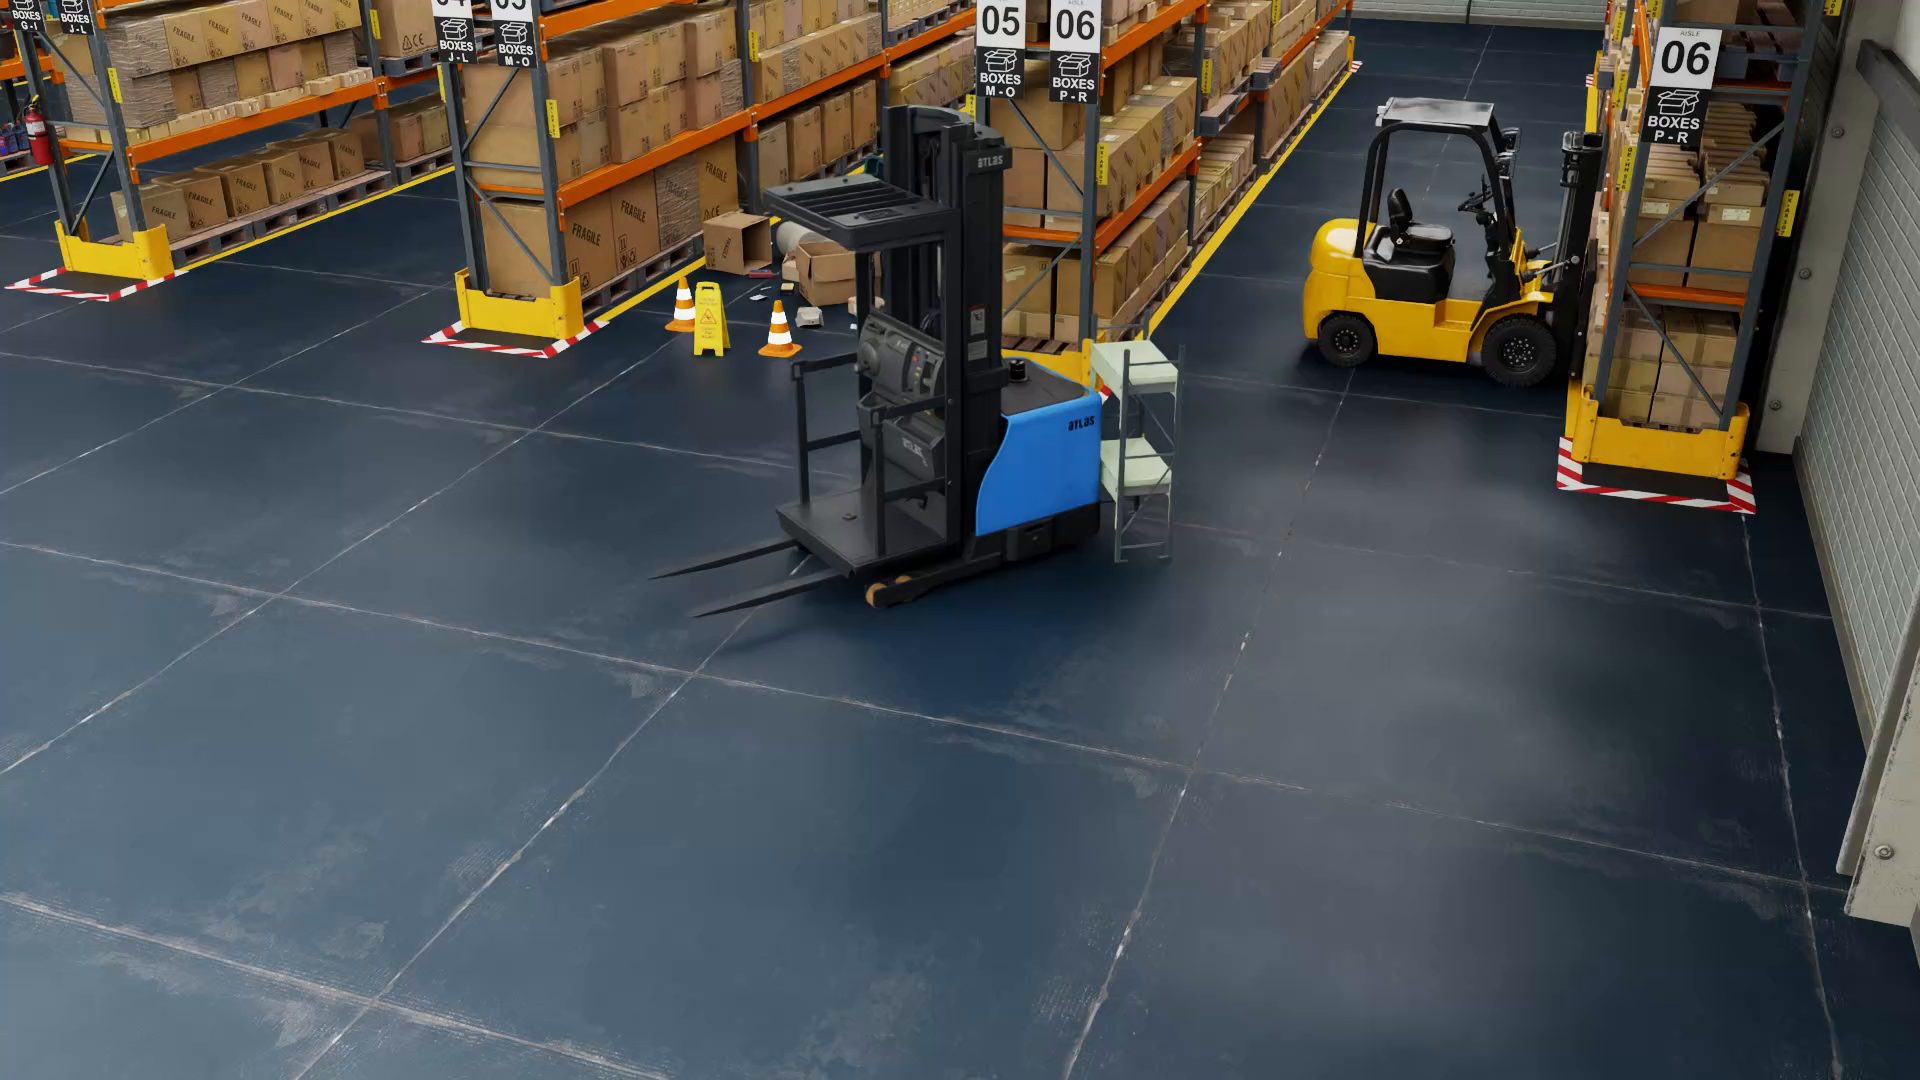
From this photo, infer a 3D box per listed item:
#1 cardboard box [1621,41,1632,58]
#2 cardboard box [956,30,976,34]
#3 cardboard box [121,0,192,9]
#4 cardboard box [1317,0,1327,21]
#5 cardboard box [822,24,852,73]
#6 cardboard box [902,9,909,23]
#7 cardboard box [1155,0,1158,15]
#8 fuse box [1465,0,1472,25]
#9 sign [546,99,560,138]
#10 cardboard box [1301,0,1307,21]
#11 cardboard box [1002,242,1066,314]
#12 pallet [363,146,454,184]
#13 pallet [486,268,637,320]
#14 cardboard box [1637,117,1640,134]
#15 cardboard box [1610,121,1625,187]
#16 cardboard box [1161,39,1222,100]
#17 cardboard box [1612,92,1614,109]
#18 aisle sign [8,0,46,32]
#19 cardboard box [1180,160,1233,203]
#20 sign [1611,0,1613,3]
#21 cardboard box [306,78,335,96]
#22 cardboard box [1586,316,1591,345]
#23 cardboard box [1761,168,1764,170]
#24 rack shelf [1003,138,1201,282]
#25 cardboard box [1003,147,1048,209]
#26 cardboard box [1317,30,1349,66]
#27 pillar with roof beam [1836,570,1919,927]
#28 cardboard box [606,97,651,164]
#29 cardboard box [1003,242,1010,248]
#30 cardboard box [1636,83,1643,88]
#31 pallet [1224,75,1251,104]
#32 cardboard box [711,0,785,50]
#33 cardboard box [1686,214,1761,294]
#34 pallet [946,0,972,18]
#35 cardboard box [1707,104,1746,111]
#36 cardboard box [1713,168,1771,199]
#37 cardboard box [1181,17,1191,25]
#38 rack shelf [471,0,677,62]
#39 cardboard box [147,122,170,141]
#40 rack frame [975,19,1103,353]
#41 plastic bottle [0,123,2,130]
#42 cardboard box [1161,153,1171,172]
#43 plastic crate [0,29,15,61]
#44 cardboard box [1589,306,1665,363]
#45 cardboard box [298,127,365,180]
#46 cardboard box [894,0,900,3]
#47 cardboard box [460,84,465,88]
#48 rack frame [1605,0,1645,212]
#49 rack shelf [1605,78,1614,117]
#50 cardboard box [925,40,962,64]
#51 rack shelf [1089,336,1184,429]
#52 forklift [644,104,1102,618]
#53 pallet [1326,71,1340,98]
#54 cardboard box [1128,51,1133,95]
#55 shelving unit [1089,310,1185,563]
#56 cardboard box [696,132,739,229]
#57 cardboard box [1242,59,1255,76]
[{"bbox_3d":[7.486,-5.382,18.287,0.380,0.149,0.250,9,27,19],"label":"cardboard box"},{"bbox_3d":[0.143,-8.185,27.044,0.380,0.149,0.250,8,27,16],"label":"cardboard box"},{"bbox_3d":[-8.452,-5.413,17.607,0.500,0.500,0.500,9,27,17],"label":"cardboard box"},{"bbox_3d":[5.010,-7.805,24.036,0.500,0.500,0.500,10,27,19],"label":"cardboard box"},{"bbox_3d":[-1.656,-6.048,20.408,0.500,0.500,0.500,8,27,17],"label":"cardboard box"},{"bbox_3d":[-0.908,-7.089,22.479,0.380,0.149,0.250,10,28,20],"label":"cardboard box"},{"bbox_3d":[1.506,-4.645,14.472,0.380,0.149,0.250,8,27,16],"label":"cardboard box"},{"bbox_3d":[9.724,-10.625,31.454,0.539,1.711,0.414,9,27,17],"label":"fuse box"},{"bbox_3d":[-3.567,-3.692,14.573,0.100,0.325,0.005,9,27,17],"label":"sign"},{"bbox_3d":[4.363,-7.126,22.347,0.500,0.250,0.500,9,27,19],"label":"cardboard box"},{"bbox_3d":[0.634,-2.329,14.656,0.500,0.500,0.500,9,27,18],"label":"cardboard box"},{"bbox_3d":[-7.143,-4.819,21.185,1.003,0.211,1.213,9,27,17],"label":"pallet"},{"bbox_3d":[-3.896,-2.435,16.260,1.003,0.211,1.213,9,27,17],"label":"pallet"},{"bbox_3d":[5.887,-3.441,13.938,0.380,0.149,0.250,9,27,17],"label":"cardboard box"},{"bbox_3d":[6.233,-3.500,15.145,0.500,0.500,0.500,8,27,16],"label":"cardboard box"},{"bbox_3d":[2.371,-4.836,17.082,0.500,0.500,0.500,9,27,19],"label":"cardboard box"},{"bbox_3d":[7.407,-4.822,18.164,0.500,0.250,0.500,8,27,16],"label":"cardboard box"},{"bbox_3d":[-9.035,-5.299,15.992,0.394,0.787,0.004,9,27,17],"label":"aisle sign"},{"bbox_3d":[2.582,-4.121,19.077,0.950,0.372,0.625,10,27,19],"label":"cardboard box"},{"bbox_3d":[8.774,-7.352,22.222,0.100,0.325,0.005,9,27,17],"label":"sign"},{"bbox_3d":[-7.405,-5.196,19.052,0.380,0.149,0.250,9,27,17],"label":"cardboard box"},{"bbox_3d":[5.492,-1.797,13.842,0.500,0.250,0.500,8,27,16],"label":"cardboard box"},{"bbox_3d":[6.148,-2.912,13.187,0.380,0.149,0.250,10,27,19],"label":"cardboard box"},{"bbox_3d":[1.279,-3.172,15.408,1.077,0.370,4.000,9,27,17],"label":"rack shelf"},{"bbox_3d":[0.534,-3.115,14.010,0.500,0.500,0.500,8,27,17],"label":"cardboard box"},{"bbox_3d":[5.812,-7.999,27.010,0.875,0.438,0.875,8,27,16],"label":"cardboard box"},{"bbox_3d":[0.321,-2.969,7.280,9.100,9.000,0.400,9,27,17],"label":"pillar with roof beam"},{"bbox_3d":[-3.540,-4.017,16.157,0.875,0.550,0.550,9,27,17],"label":"cardboard box"},{"bbox_3d":[0.305,-2.950,16.991,0.500,0.500,0.500,-14,29,-27],"label":"cardboard box"},{"bbox_3d":[6.731,-4.310,16.074,0.380,0.149,0.250,9,27,17],"label":"cardboard box"},{"bbox_3d":[2.655,-5.055,18.693,1.003,0.211,1.213,9,27,17],"label":"pallet"},{"bbox_3d":[-2.428,-5.905,18.966,0.700,0.500,0.500,8,27,17],"label":"cardboard box"},{"bbox_3d":[5.722,-2.164,12.385,0.500,0.500,0.500,10,27,19],"label":"cardboard box"},{"bbox_3d":[-0.486,-7.902,24.572,1.003,0.211,1.213,9,27,17],"label":"pallet"},{"bbox_3d":[6.607,-3.687,14.446,0.380,0.149,0.250,8,27,17],"label":"cardboard box"},{"bbox_3d":[5.756,-2.633,12.270,0.380,0.149,0.250,10,27,19],"label":"cardboard box"},{"bbox_3d":[2.397,-5.539,18.533,0.500,0.500,0.500,8,27,15],"label":"cardboard box"},{"bbox_3d":[-3.423,-5.198,16.151,1.077,0.370,4.000,9,27,17],"label":"rack shelf"},{"bbox_3d":[-8.311,-4.180,16.953,0.380,0.149,0.250,9,27,17],"label":"cardboard box"},{"bbox_3d":[0.613,-2.673,13.553,1.000,3.000,0.127,9,27,17],"label":"rack frame"},{"bbox_3d":[-12.591,-5.375,21.759,0.097,0.271,0.097,0,26,0],"label":"plastic bottle"},{"bbox_3d":[1.790,-3.610,15.776,0.380,0.149,0.250,8,27,17],"label":"cardboard box"},{"bbox_3d":[-12.366,-6.248,21.007,0.767,0.338,0.504,9,27,17],"label":"plastic crate"},{"bbox_3d":[5.155,-1.591,12.844,0.500,0.250,0.500,10,27,19],"label":"cardboard box"},{"bbox_3d":[-7.572,-4.660,20.042,0.500,0.500,0.500,8,27,16],"label":"cardboard box"},{"bbox_3d":[-1.003,-7.254,22.137,0.380,0.149,0.250,8,27,16],"label":"cardboard box"},{"bbox_3d":[-6.446,-5.963,22.711,0.700,0.500,0.500,6,27,13],"label":"cardboard box"},{"bbox_3d":[6.627,-3.599,15.465,1.000,3.000,0.127,9,27,17],"label":"rack frame"},{"bbox_3d":[8.623,-5.741,20.714,1.077,0.370,4.000,9,27,17],"label":"rack shelf"},{"bbox_3d":[-0.288,-7.131,24.285,0.500,0.250,0.500,10,28,20],"label":"cardboard box"},{"bbox_3d":[1.160,-1.053,11.033,0.431,0.370,0.720,-5,26,-11],"label":"rack shelf"},{"bbox_3d":[-0.551,-1.140,10.464,3.031,2.935,1.130,-16,30,-30],"label":"forklift"},{"bbox_3d":[5.338,-7.154,26.007,1.003,0.211,1.213,9,27,17],"label":"pallet"},{"bbox_3d":[1.210,-4.388,15.490,0.700,0.500,0.500,8,27,16],"label":"cardboard box"},{"bbox_3d":[1.160,-0.702,11.203,0.431,1.500,0.755,-5,26,-11],"label":"shelving unit"},{"bbox_3d":[-3.032,-3.978,18.204,0.875,0.875,0.875,9,27,18],"label":"cardboard box"},{"bbox_3d":[3.156,-5.420,19.032,0.380,0.149,0.250,9,27,18],"label":"cardboard box"}]
